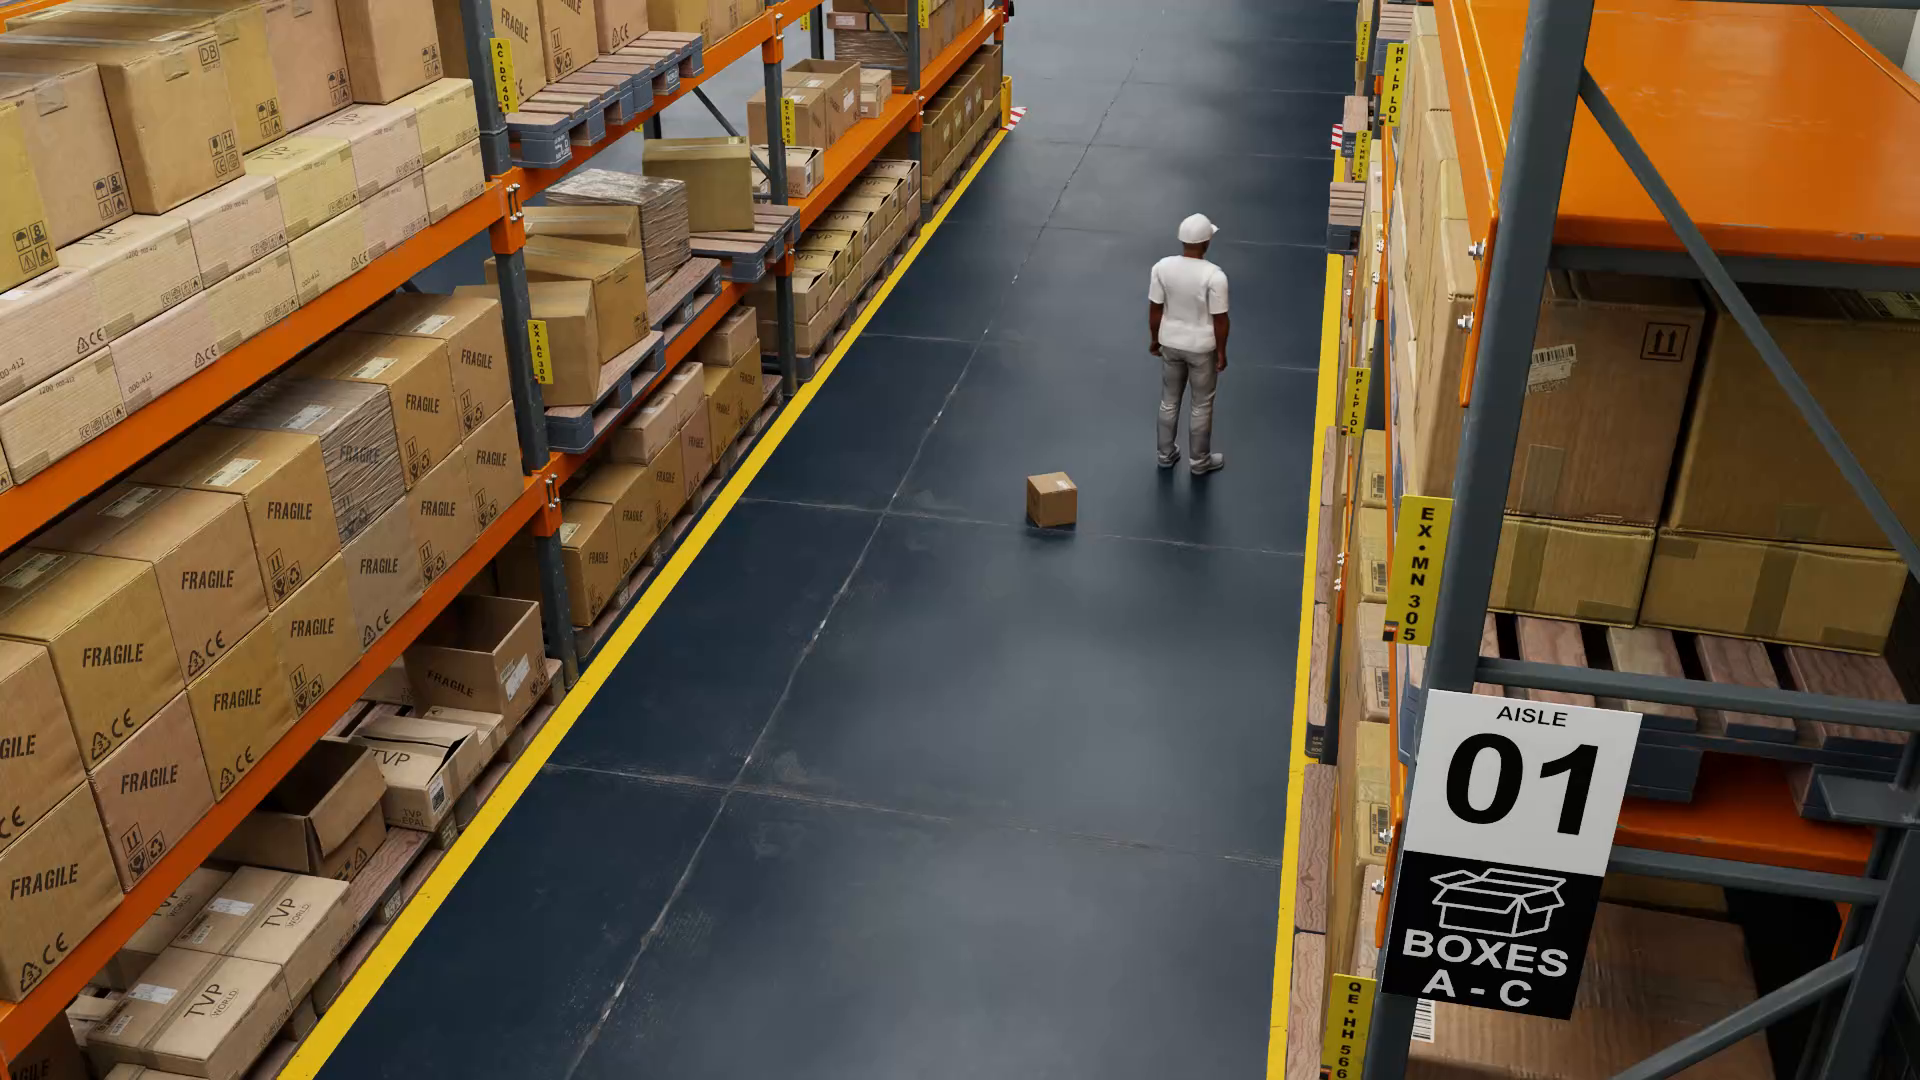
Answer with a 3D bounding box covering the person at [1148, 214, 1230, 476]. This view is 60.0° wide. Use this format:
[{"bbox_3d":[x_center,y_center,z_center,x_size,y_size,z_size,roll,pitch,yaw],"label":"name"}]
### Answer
[{"bbox_3d":[1.518,-1.291,10.957,0.554,1.771,0.386,16,33,27],"label":"person"}]
